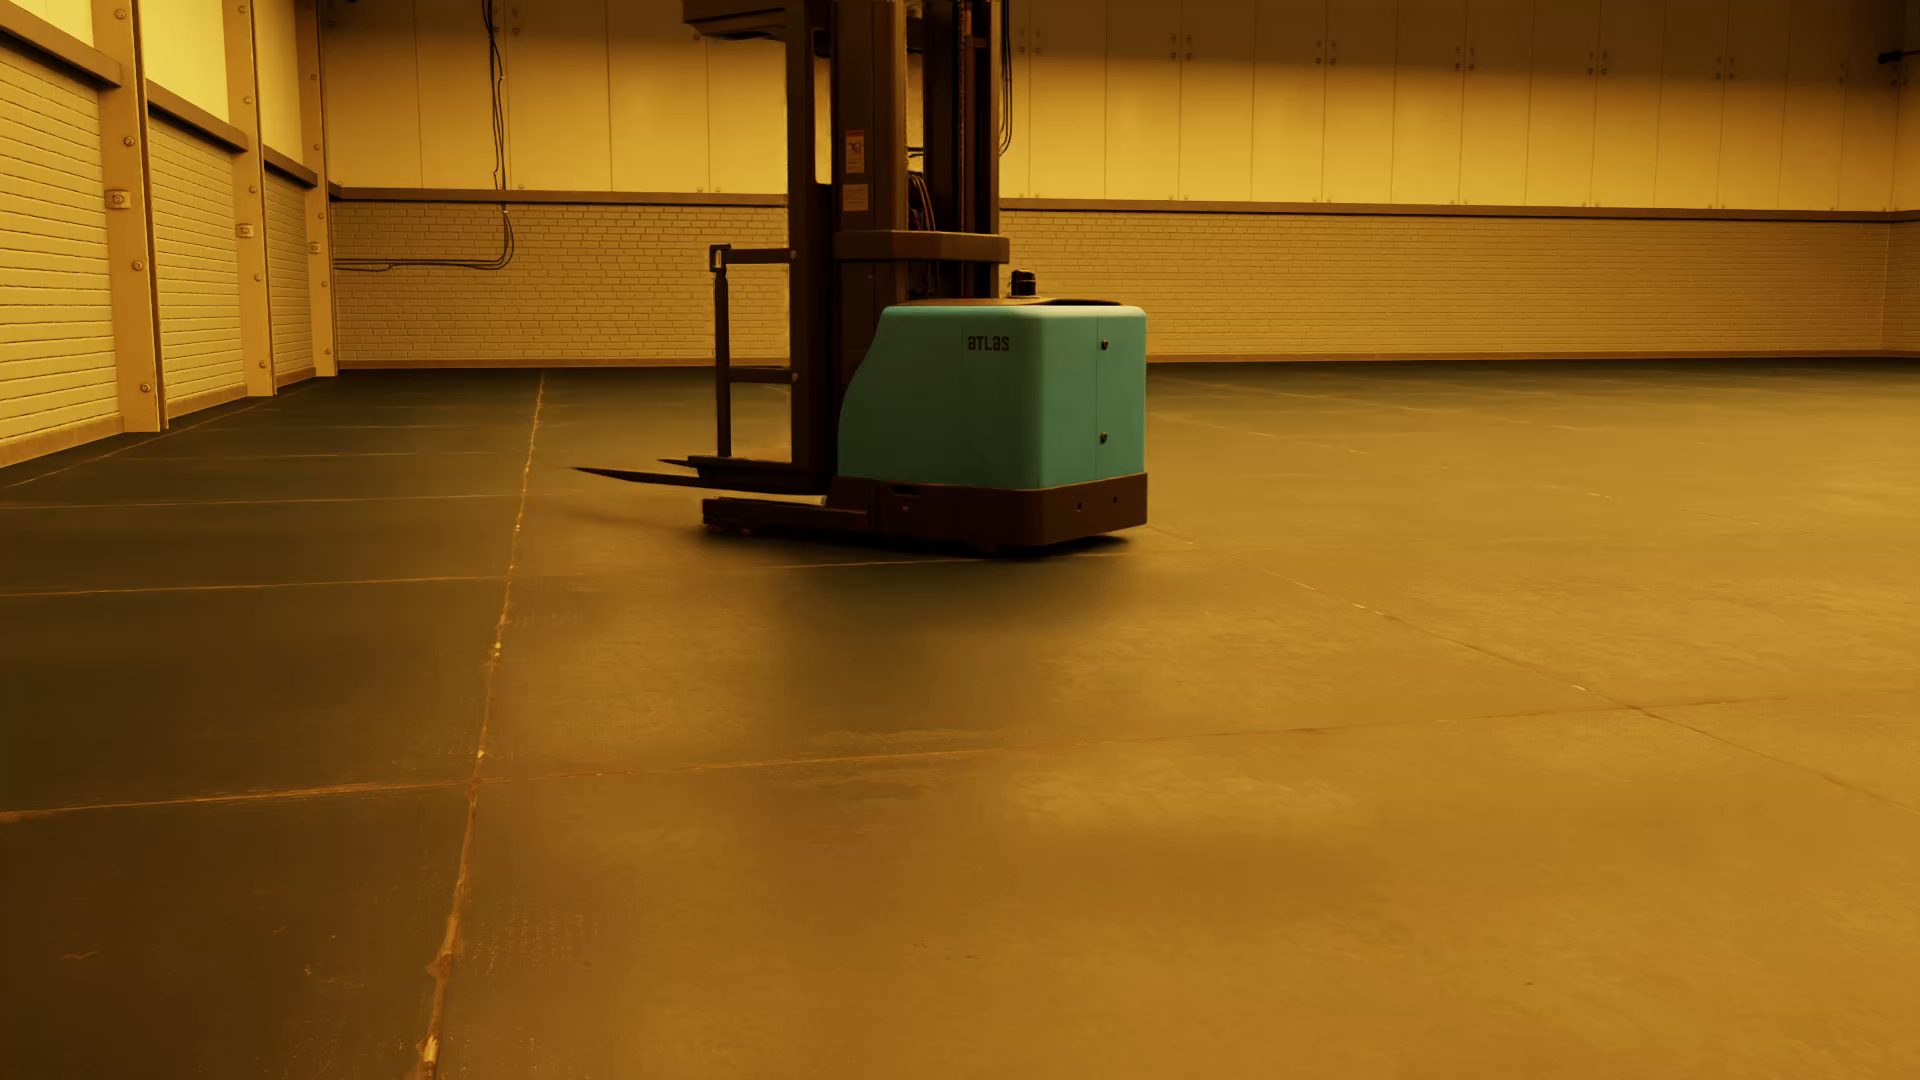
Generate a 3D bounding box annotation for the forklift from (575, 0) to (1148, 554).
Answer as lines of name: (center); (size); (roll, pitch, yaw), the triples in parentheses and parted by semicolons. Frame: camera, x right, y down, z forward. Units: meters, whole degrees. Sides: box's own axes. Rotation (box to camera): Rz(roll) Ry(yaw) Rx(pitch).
forklift: (-0.622, -1.527, 8.043); (3.031, 2.935, 1.130); (6, 10, 35)
